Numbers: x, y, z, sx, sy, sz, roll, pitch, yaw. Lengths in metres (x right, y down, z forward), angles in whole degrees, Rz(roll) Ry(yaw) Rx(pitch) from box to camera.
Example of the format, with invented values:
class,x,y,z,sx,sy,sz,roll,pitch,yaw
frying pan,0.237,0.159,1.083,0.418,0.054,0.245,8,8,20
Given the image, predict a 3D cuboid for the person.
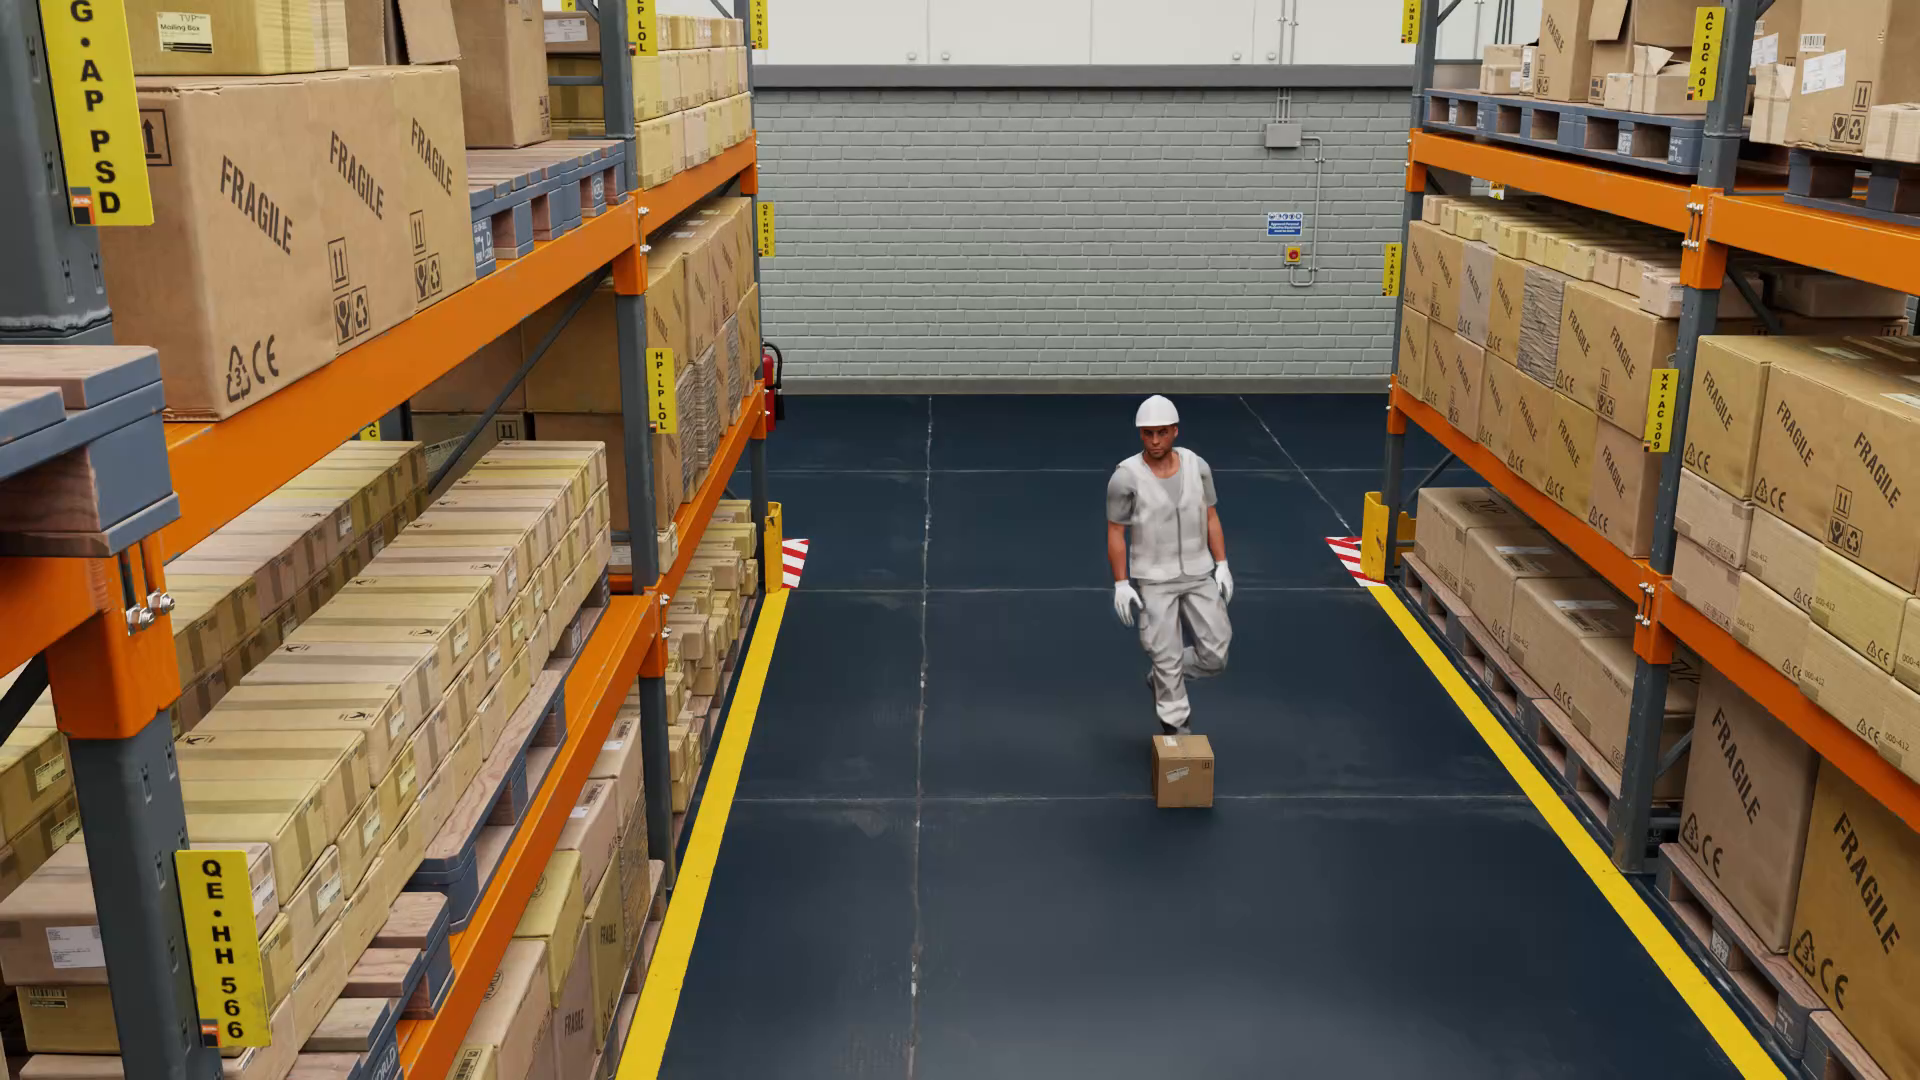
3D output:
class,x,y,z,sx,sy,sz,roll,pitch,yaw
person,1.026,0.216,7.777,0.621,1.763,0.734,-5,18,-15
